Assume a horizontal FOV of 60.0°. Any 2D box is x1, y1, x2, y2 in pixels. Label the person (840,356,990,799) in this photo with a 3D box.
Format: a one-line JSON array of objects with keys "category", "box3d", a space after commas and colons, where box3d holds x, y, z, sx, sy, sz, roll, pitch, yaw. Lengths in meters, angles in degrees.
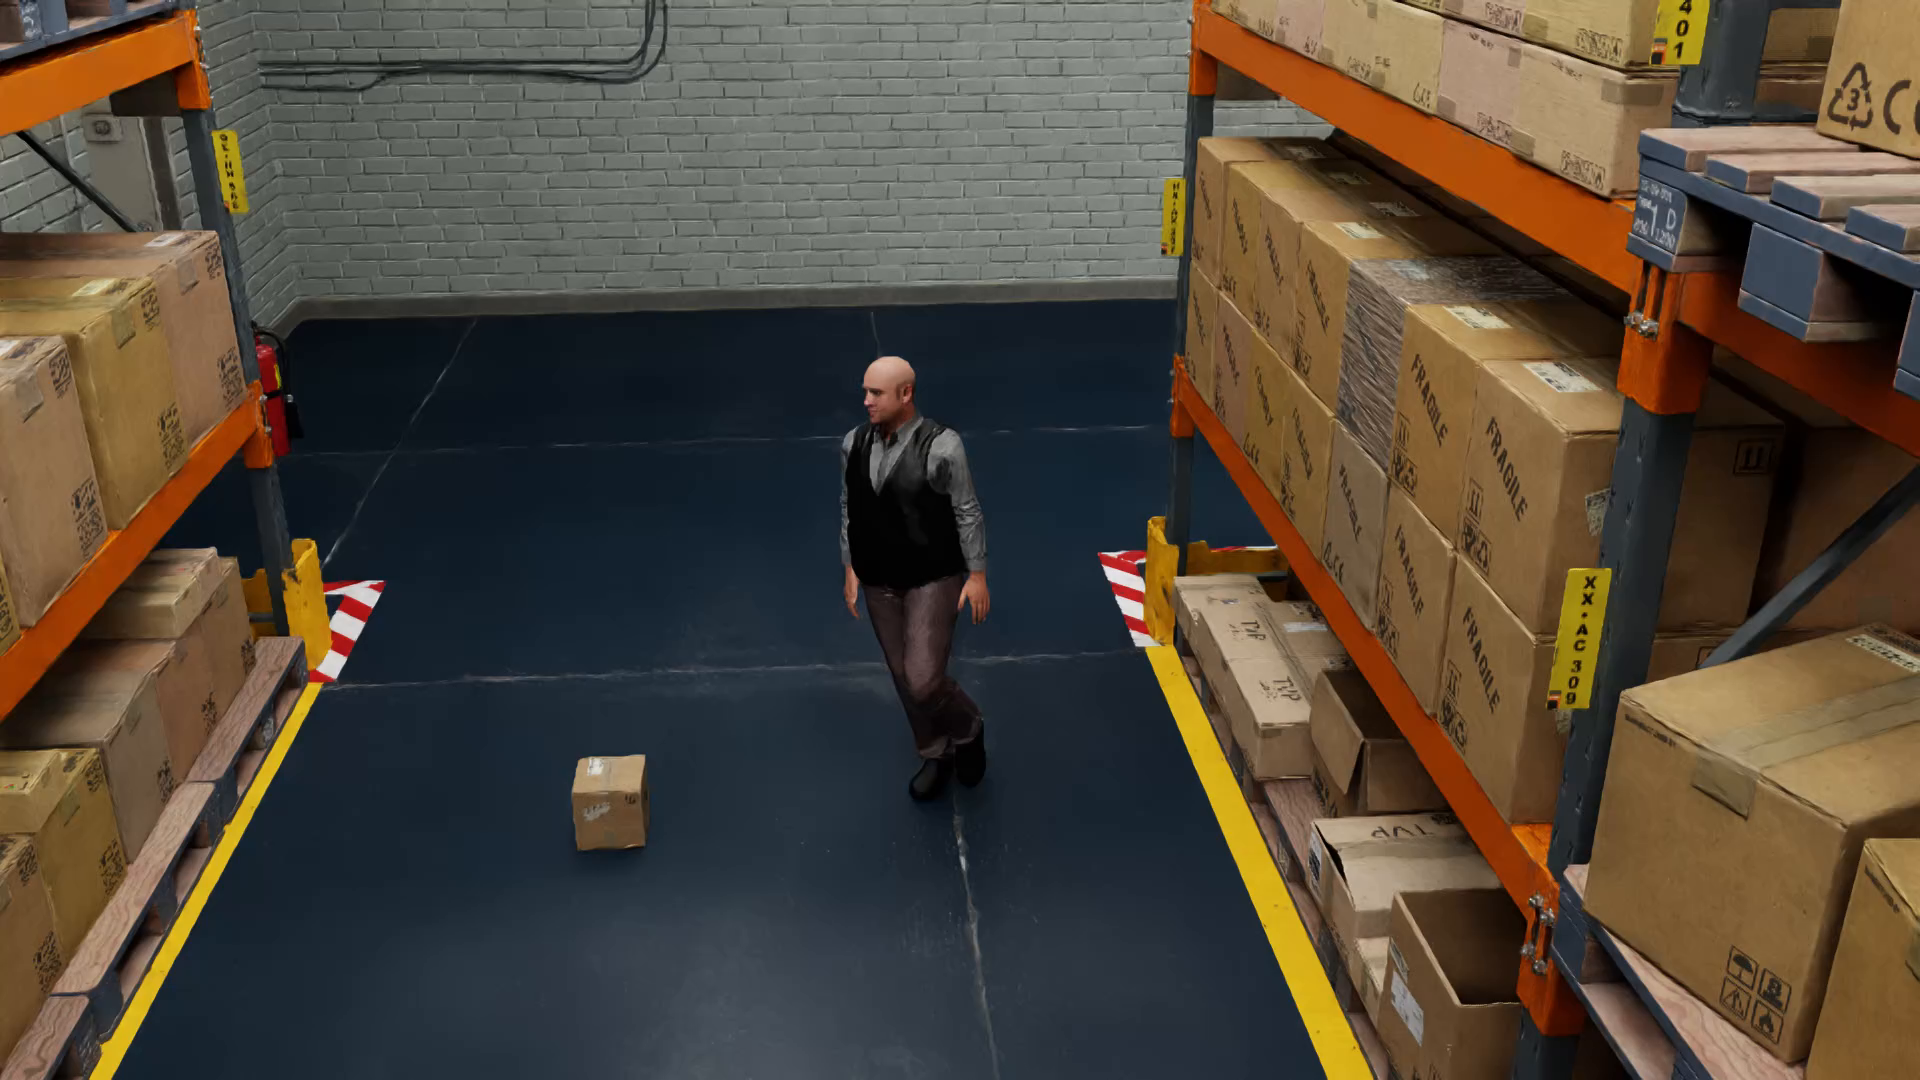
[{"category": "person", "box3d": [-0.206, 0.167, 6.216, 0.623, 1.704, 0.452, 12, 26, 25]}]
